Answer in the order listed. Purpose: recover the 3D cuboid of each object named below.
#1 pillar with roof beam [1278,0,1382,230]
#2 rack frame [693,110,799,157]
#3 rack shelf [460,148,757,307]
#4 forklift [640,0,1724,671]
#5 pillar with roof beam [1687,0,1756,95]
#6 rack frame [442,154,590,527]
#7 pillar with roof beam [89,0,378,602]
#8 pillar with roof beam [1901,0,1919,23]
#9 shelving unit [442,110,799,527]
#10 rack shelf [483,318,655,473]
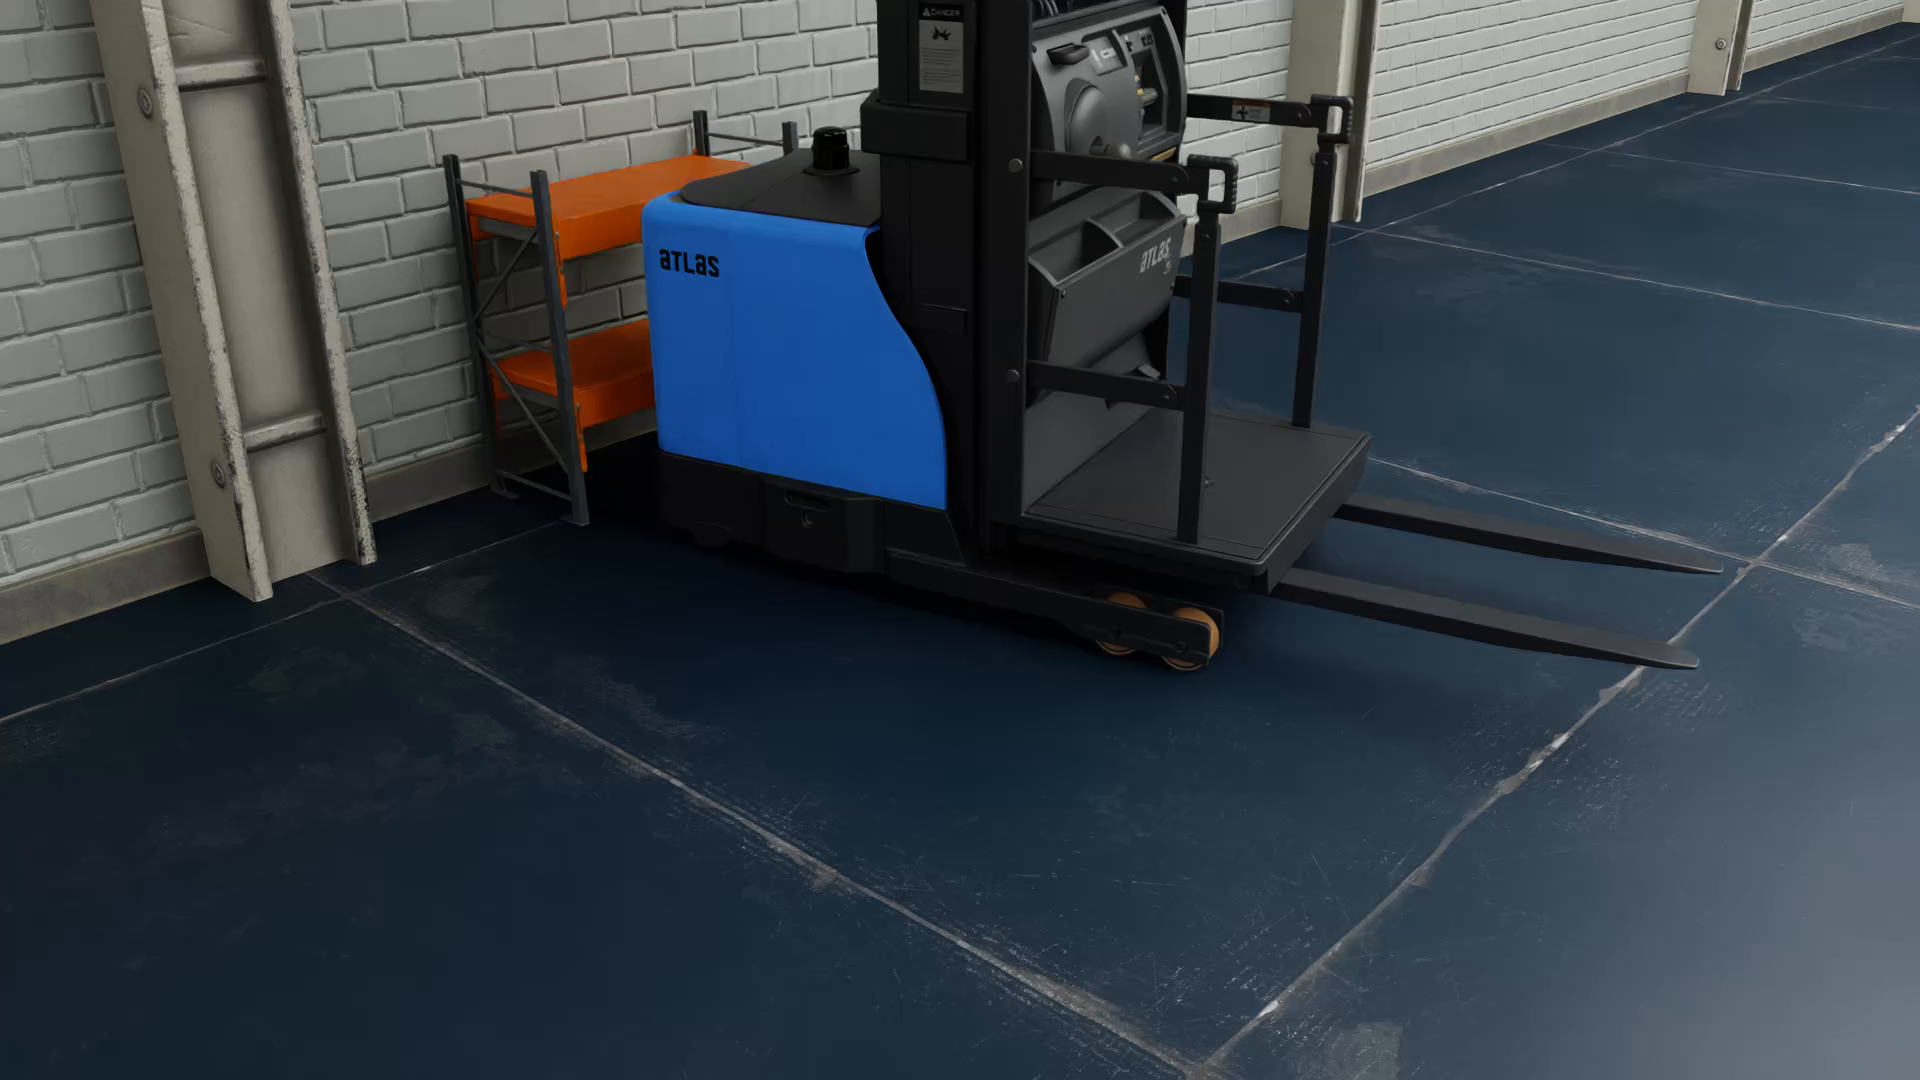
[{"bbox_3d":[5.176,-4.679,4.687,9.100,9.000,0.400,20,31,38],"label":"pillar with roof beam"},{"bbox_3d":[-0.732,-0.942,5.947,0.500,1.125,0.032,18,30,38],"label":"rack frame"},{"bbox_3d":[-1.072,-1.051,5.482,0.538,0.278,1.000,18,30,38],"label":"rack shelf"},{"bbox_3d":[0.596,-1.234,4.421,3.031,2.935,1.130,12,27,25],"label":"forklift"},{"bbox_3d":[9.180,-6.507,8.764,9.100,9.000,0.400,20,31,38],"label":"pillar with roof beam"},{"bbox_3d":[-1.398,-0.623,5.249,0.500,1.125,0.032,18,30,38],"label":"rack frame"},{"bbox_3d":[1.171,-2.851,0.610,9.100,9.000,0.400,20,31,38],"label":"pillar with roof beam"},{"bbox_3d":[13.185,-8.335,12.841,9.100,9.000,0.400,20,31,38],"label":"pillar with roof beam"},{"bbox_3d":[-1.065,-0.782,5.598,0.538,1.125,1.048,18,30,38],"label":"shelving unit"},{"bbox_3d":[-1.059,-0.558,5.695,0.538,0.278,1.000,18,30,38],"label":"rack shelf"}]
